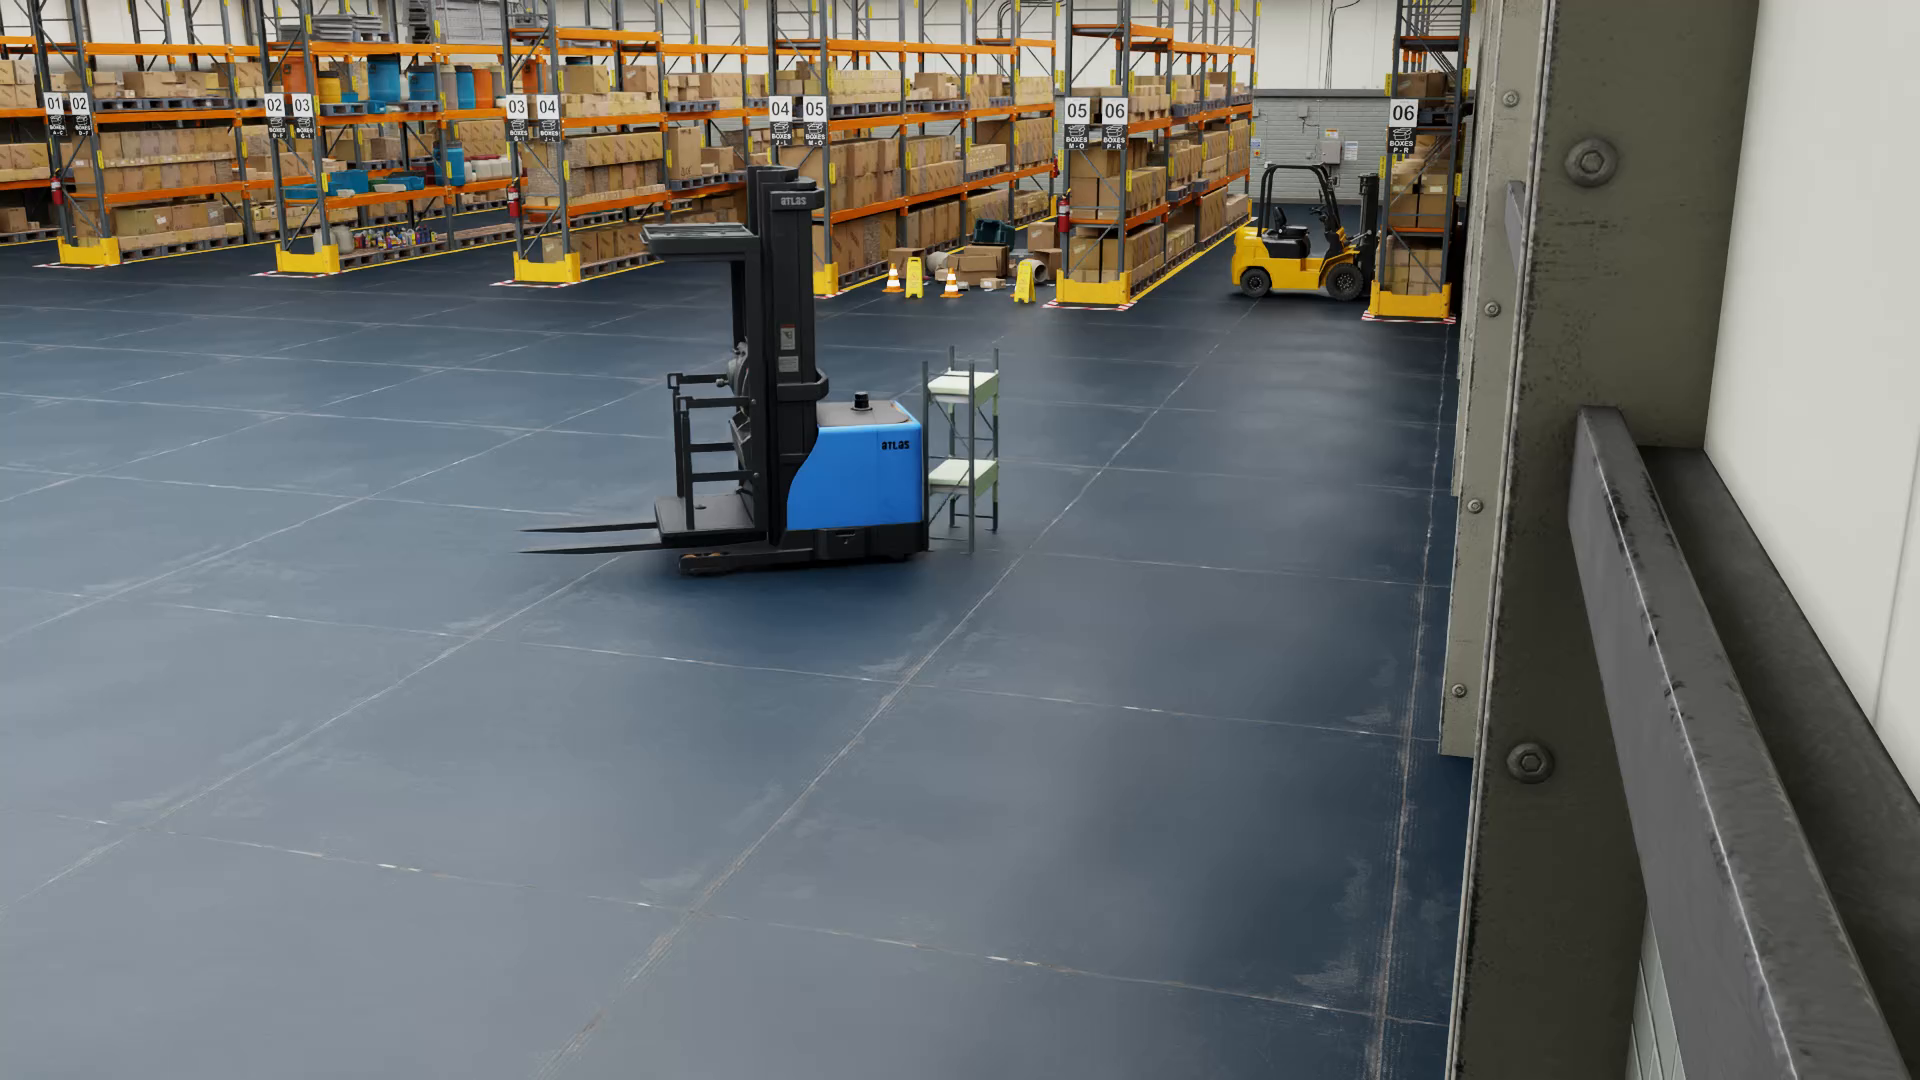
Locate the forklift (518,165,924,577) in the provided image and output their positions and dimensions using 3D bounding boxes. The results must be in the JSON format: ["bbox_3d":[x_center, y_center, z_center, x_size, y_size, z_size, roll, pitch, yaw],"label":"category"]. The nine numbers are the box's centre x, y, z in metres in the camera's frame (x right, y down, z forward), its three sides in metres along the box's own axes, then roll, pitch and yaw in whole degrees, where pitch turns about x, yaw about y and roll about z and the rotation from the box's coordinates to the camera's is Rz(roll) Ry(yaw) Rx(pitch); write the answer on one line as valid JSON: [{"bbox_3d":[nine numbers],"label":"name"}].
[{"bbox_3d":[-1.847,-1.292,12.512,3.031,2.935,1.130,-4,16,-13],"label":"forklift"}]

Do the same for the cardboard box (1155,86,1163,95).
[{"bbox_3d":[3.282,-7.724,28.565,0.380,0.149,0.250,5,17,18],"label":"cardboard box"}]

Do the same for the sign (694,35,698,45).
[{"bbox_3d":[-7.037,-13.315,44.374,0.100,0.325,0.005,5,16,16],"label":"sign"}]

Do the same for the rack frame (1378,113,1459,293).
[{"bbox_3d":[6.894,-4.900,25.109,1.000,3.000,0.127,5,16,16],"label":"rack frame"}]

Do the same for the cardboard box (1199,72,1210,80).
[{"bbox_3d":[5.897,-10.522,38.290,0.797,0.503,0.637,6,17,20],"label":"cardboard box"}]

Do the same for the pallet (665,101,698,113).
[{"bbox_3d":[-5.953,-8.605,33.018,1.213,0.211,1.003,5,16,16],"label":"pallet"}]

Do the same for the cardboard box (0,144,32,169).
[{"bbox_3d":[-20.452,-8.271,35.857,0.500,0.500,0.500,5,16,16],"label":"cardboard box"}]

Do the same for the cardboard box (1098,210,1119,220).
[{"bbox_3d":[2.429,-5.236,26.754,0.380,0.149,0.250,5,16,16],"label":"cardboard box"}]

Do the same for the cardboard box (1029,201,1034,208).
[{"bbox_3d":[1.607,-8.229,40.753,0.380,0.149,0.250,5,17,16],"label":"cardboard box"}]

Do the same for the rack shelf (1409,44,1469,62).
[{"bbox_3d":[8.600,-8.818,29.978,1.077,0.370,4.000,5,16,16],"label":"rack shelf"}]

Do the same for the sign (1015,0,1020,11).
[{"bbox_3d":[1.304,-12.151,37.677,0.100,0.325,0.005,5,16,16],"label":"sign"}]

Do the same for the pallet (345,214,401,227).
[{"bbox_3d":[-14.342,-7.766,40.322,1.003,0.211,1.213,5,16,16],"label":"pallet"}]

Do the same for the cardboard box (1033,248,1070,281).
[{"bbox_3d":[1.662,-4.955,29.877,0.500,0.500,0.500,-10,19,-32],"label":"cardboard box"}]

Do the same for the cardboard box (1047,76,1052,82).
[{"bbox_3d":[2.094,-11.521,41.583,0.380,0.149,0.250,4,16,15],"label":"cardboard box"}]

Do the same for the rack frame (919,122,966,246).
[{"bbox_3d":[-0.367,-7.735,35.102,1.000,3.000,0.127,5,16,16],"label":"rack frame"}]

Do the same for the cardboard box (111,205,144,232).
[{"bbox_3d":[-16.727,-6.488,33.602,0.500,0.500,0.500,5,16,16],"label":"cardboard box"}]

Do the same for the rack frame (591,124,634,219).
[{"bbox_3d":[-8.706,-9.576,41.595,1.000,3.000,0.127,5,16,16],"label":"rack frame"}]

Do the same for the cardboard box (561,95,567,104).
[{"bbox_3d":[-7.067,-7.670,28.920,0.380,0.149,0.250,5,16,15],"label":"cardboard box"}]

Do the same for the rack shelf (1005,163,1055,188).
[{"bbox_3d":[1.338,-8.958,40.734,1.077,0.370,4.000,5,16,16],"label":"rack shelf"}]

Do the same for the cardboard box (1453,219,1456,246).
[{"bbox_3d":[9.715,-6.208,33.531,0.500,0.500,0.500,5,17,16],"label":"cardboard box"}]

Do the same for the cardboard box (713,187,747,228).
[{"bbox_3d":[-4.878,-7.505,37.415,1.225,0.875,0.875,4,16,13],"label":"cardboard box"}]

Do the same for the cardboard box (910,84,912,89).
[{"bbox_3d":[-1.216,-8.814,32.621,0.500,0.311,0.500,4,16,14],"label":"cardboard box"}]

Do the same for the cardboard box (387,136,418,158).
[{"bbox_3d":[-13.897,-9.745,41.235,0.700,0.500,0.500,1,16,2],"label":"cardboard box"}]

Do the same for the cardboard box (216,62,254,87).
[{"bbox_3d":[-15.514,-9.961,35.583,0.500,0.500,0.500,5,17,17],"label":"cardboard box"}]

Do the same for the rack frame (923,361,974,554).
[{"bbox_3d":[-0.087,-0.626,12.787,0.400,1.500,0.023,4,16,15],"label":"rack frame"}]

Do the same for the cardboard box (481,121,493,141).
[{"bbox_3d":[-12.757,-10.862,44.110,0.500,0.500,0.500,4,16,14],"label":"cardboard box"}]

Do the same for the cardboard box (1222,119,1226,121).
[{"bbox_3d":[6.309,-10.166,40.469,0.380,0.149,0.250,5,17,17],"label":"cardboard box"}]

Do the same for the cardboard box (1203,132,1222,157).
[{"bbox_3d":[5.355,-8.550,35.959,0.500,0.500,0.500,5,17,18],"label":"cardboard box"}]

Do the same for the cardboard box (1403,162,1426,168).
[{"bbox_3d":[7.685,-6.313,28.172,0.380,0.149,0.250,5,17,17],"label":"cardboard box"}]

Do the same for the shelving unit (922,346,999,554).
[{"bbox_3d":[0.012,-0.723,13.126,0.431,1.500,0.755,4,16,15],"label":"shelving unit"}]

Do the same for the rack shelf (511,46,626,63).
[{"bbox_3d":[-9.274,-11.401,39.084,1.077,0.370,4.000,5,16,16],"label":"rack shelf"}]

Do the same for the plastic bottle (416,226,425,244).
[{"bbox_3d":[-10.940,-6.180,33.667,0.144,0.351,0.185,4,16,13],"label":"plastic bottle"}]

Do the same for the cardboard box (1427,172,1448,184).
[{"bbox_3d":[7.330,-5.540,25.446,0.380,0.149,0.250,5,17,18],"label":"cardboard box"}]

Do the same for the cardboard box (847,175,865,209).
[{"bbox_3d":[-2.163,-6.097,29.053,0.875,0.550,0.550,5,16,16],"label":"cardboard box"}]

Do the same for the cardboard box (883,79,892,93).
[{"bbox_3d":[-1.541,-8.171,29.921,0.500,0.250,0.500,5,16,16],"label":"cardboard box"}]

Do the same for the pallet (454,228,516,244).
[{"bbox_3d":[-10.448,-6.671,36.460,1.003,0.211,1.213,5,16,16],"label":"pallet"}]

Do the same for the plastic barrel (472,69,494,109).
[{"bbox_3d":[-10.470,-9.810,36.136,0.600,0.830,0.708,5,16,16],"label":"plastic barrel"}]

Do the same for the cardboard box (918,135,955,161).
[{"bbox_3d":[-0.504,-8.147,34.541,0.700,0.500,0.500,5,16,16],"label":"cardboard box"}]

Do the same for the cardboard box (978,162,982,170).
[{"bbox_3d":[0.255,-8.199,36.428,0.380,0.149,0.250,5,17,18],"label":"cardboard box"}]

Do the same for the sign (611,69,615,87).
[{"bbox_3d":[-6.763,-9.023,32.477,0.100,0.325,0.005,5,16,16],"label":"sign"}]

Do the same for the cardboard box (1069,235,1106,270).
[{"bbox_3d":[2.112,-4.754,27.489,0.500,0.500,0.500,5,17,16],"label":"cardboard box"}]

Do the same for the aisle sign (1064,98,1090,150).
[{"bbox_3d":[1.839,-6.541,26.130,0.394,0.787,0.004,5,16,16],"label":"aisle sign"}]

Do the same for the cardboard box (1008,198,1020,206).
[{"bbox_3d":[1.202,-8.039,39.541,0.380,0.149,0.250,5,17,19],"label":"cardboard box"}]

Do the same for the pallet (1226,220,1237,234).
[{"bbox_3d":[5.836,-7.275,38.592,1.003,0.211,1.213,5,16,16],"label":"pallet"}]

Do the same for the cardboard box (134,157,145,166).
[{"bbox_3d":[-16.327,-7.468,32.791,0.380,0.149,0.250,4,16,15],"label":"cardboard box"}]

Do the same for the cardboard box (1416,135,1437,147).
[{"bbox_3d":[10.628,-9.028,38.016,0.500,0.500,0.500,5,17,17],"label":"cardboard box"}]

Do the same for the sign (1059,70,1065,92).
[{"bbox_3d":[1.608,-7.202,26.103,0.100,0.325,0.005,5,16,16],"label":"sign"}]

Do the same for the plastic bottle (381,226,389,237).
[{"bbox_3d":[-11.660,-6.192,33.712,0.144,0.351,0.185,4,16,14],"label":"plastic bottle"}]

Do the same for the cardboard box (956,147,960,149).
[{"bbox_3d":[-0.223,-8.672,37.007,0.380,0.149,0.250,5,17,18],"label":"cardboard box"}]

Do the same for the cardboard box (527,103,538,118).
[{"bbox_3d":[-7.474,-7.570,29.297,0.500,0.250,0.500,5,17,17],"label":"cardboard box"}]

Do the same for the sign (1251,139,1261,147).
[{"bbox_3d":[8.232,-11.097,46.461,0.327,0.218,0.001,5,16,16],"label":"sign"}]

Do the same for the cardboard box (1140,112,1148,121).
[{"bbox_3d":[2.903,-7.006,27.498,0.380,0.149,0.250,5,17,17],"label":"cardboard box"}]

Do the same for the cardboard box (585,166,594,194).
[{"bbox_3d":[-7.157,-6.526,30.112,0.875,0.500,0.500,5,16,16],"label":"cardboard box"}]
